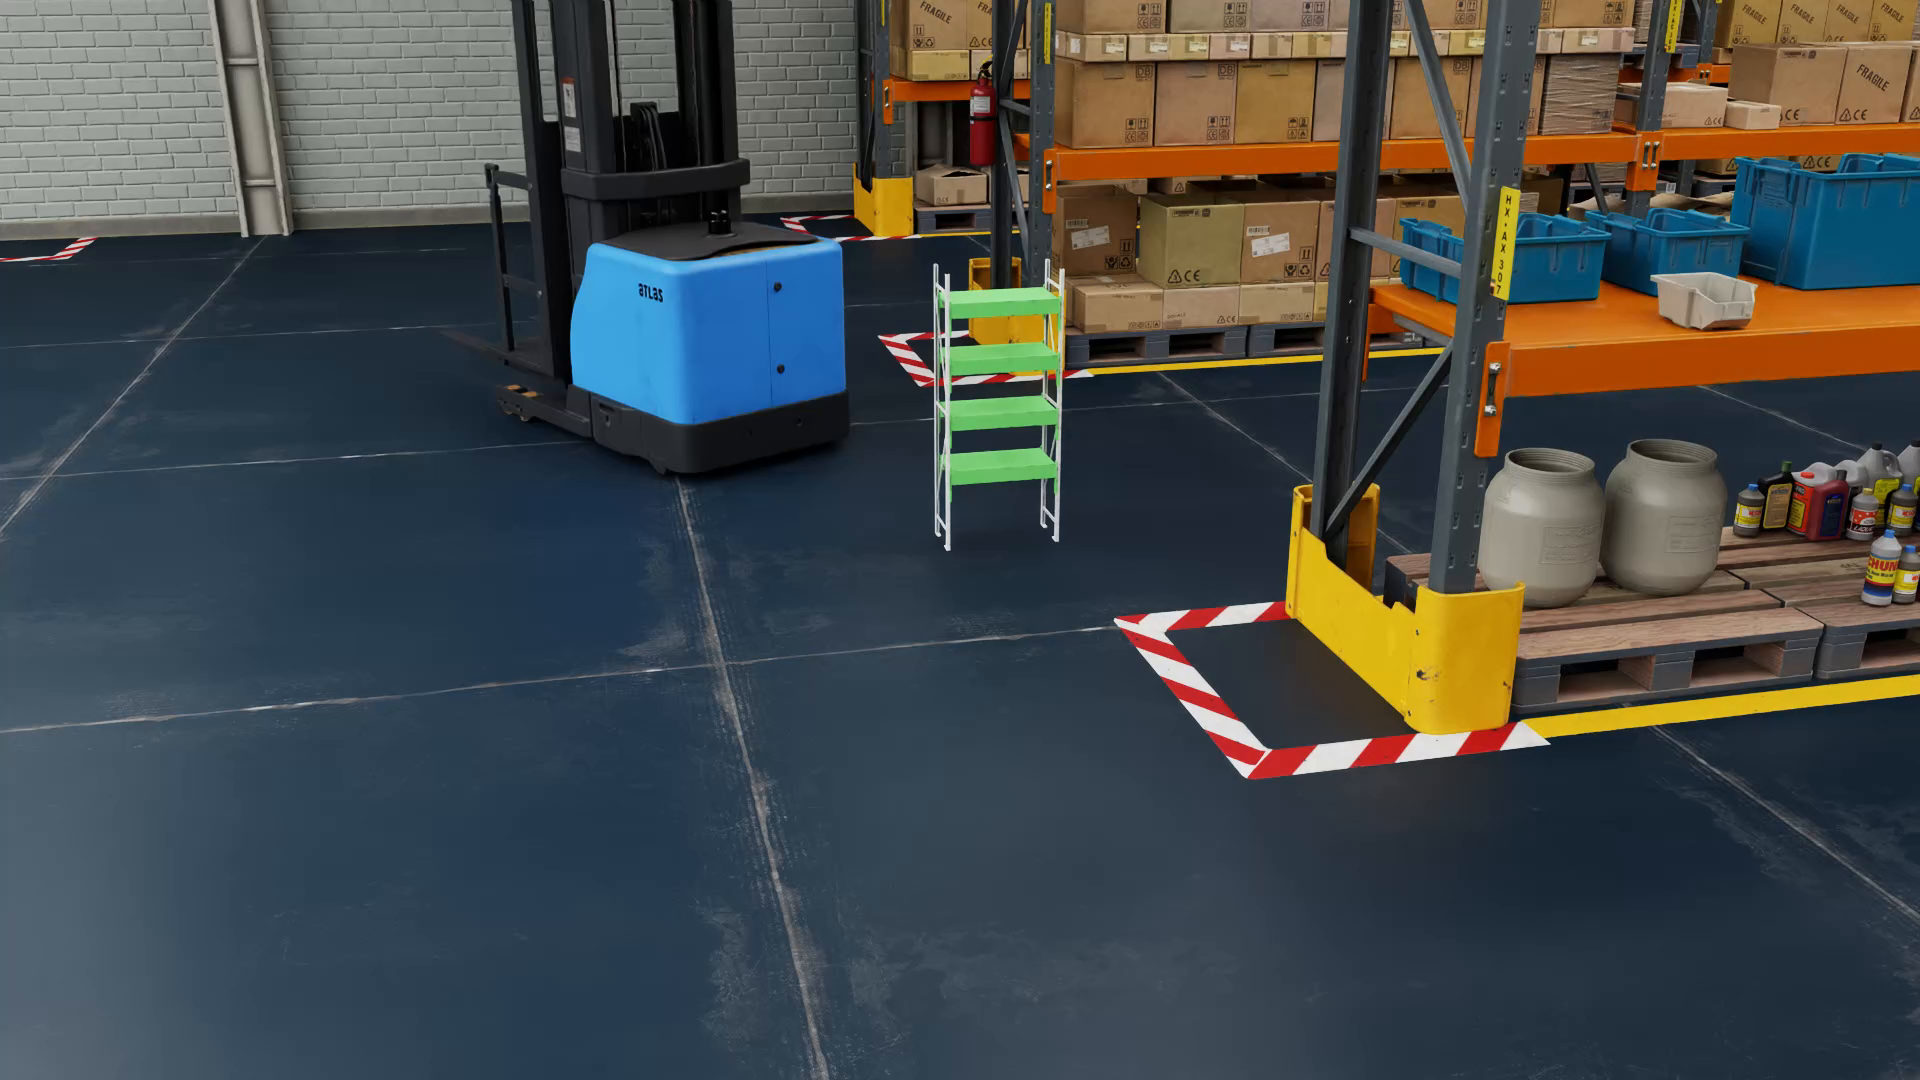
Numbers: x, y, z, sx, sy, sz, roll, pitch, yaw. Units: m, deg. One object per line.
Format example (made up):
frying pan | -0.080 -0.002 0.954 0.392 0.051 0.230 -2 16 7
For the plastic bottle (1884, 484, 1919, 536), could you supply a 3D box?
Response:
plastic bottle | 3.811 -0.125 6.724 0.097 0.201 0.097 0 20 0

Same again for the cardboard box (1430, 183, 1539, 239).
cardboard box | 3.373 -2.029 10.789 0.500 0.500 0.500 -5 21 -12

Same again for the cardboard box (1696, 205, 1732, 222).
cardboard box | 5.211 -2.073 11.184 0.500 0.311 0.500 -5 21 -13

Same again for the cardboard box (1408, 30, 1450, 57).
cardboard box | 2.812 -3.074 10.258 0.250 0.149 0.380 -4 21 -11

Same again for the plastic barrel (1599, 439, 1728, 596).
plastic barrel | 2.618 -0.088 6.199 0.421 0.512 0.421 0 20 0

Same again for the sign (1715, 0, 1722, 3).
sign | 7.147 -5.216 15.625 0.005 0.325 0.100 -5 21 -12

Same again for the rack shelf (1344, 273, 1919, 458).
rack shelf | 3.453 -0.762 6.079 4.000 0.370 1.077 -5 21 -12

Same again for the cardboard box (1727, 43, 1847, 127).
cardboard box | 5.527 -3.060 11.162 0.500 0.500 0.500 -3 20 -9

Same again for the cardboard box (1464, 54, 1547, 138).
cardboard box | 3.321 -2.882 10.676 0.500 0.500 0.700 -5 21 -13

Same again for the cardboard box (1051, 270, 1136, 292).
cardboard box | 0.825 -1.647 10.837 0.500 0.250 0.500 -5 21 -12

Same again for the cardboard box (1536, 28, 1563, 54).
cardboard box | 3.553 -3.134 10.421 0.250 0.149 0.380 -5 21 -14

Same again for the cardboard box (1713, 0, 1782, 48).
cardboard box | 7.544 -5.039 16.104 0.500 0.500 0.500 -4 21 -11

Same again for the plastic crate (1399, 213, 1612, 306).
plastic crate | 1.925 -1.011 5.930 0.616 0.251 0.499 -5 21 -12

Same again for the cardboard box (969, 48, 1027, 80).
cardboard box | 0.277 -4.175 14.539 0.500 0.250 0.500 -5 21 -14

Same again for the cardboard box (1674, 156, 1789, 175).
cardboard box | 7.758 -4.093 16.641 0.750 0.750 0.750 -5 21 -13

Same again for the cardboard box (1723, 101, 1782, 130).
cardboard box | 5.173 -2.800 10.962 0.250 0.149 0.380 -5 21 -12

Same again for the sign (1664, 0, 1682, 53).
sign | 4.393 -3.174 10.245 0.005 0.325 0.100 -5 21 -12

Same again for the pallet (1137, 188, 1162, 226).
pallet | 1.285 -3.102 15.475 1.213 0.211 1.003 -5 21 -12

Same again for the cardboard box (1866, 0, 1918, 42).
cardboard box | 9.044 -5.160 16.434 0.500 0.500 0.500 -4 21 -11

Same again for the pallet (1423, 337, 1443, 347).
pallet | 3.480 -1.558 11.260 1.213 0.211 1.003 -5 21 -12

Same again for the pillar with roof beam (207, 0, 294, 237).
pillar with roof beam | -5.139 -5.503 9.255 0.400 9.000 9.100 -5 21 -12

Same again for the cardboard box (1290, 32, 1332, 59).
cardboard box | 2.055 -3.013 10.089 0.250 0.149 0.380 -5 21 -13

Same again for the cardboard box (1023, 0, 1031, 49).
cardboard box | 0.749 -4.560 14.501 0.500 0.500 0.500 -5 21 -14

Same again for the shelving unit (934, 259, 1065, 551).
shelving unit | 0.161 -0.576 7.144 0.503 1.200 0.258 -5 21 -12

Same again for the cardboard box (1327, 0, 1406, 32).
cardboard box | 2.368 -3.416 10.247 0.500 0.500 0.700 -5 21 -12

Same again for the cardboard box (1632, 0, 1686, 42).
cardboard box | 6.557 -5.104 16.101 0.500 0.500 0.700 -7 21 -19

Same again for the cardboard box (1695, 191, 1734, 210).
cardboard box | 5.583 -2.296 11.792 0.500 0.311 0.500 -5 21 -13

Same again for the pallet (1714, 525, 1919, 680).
pallet | 3.547 0.189 6.493 1.213 0.211 1.003 -5 21 -12

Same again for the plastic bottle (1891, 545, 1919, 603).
plastic bottle | 3.444 0.119 6.058 0.097 0.201 0.097 0 20 0

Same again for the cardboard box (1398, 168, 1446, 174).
cardboard box | 4.324 -3.728 16.126 0.500 0.500 0.700 -5 21 -14

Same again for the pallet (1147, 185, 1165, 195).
pallet | 2.474 -3.200 15.742 1.213 0.211 1.003 -5 21 -12

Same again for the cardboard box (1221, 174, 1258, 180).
cardboard box | 2.606 -3.398 15.709 0.250 0.166 0.380 -7 21 -20

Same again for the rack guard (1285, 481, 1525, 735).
rack guard | 1.570 0.211 6.012 0.348 0.500 1.175 -5 21 -12

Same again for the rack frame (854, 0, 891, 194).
rack frame | -0.773 -4.257 14.576 0.127 3.000 1.000 -5 21 -12

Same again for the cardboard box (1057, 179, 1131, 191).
cardboard box | 1.201 -3.401 15.233 0.500 0.500 0.700 -6 21 -16

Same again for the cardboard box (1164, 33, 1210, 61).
cardboard box | 1.302 -2.951 9.921 0.250 0.149 0.380 -5 21 -12

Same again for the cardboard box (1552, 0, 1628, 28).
cardboard box | 3.833 -3.535 10.572 0.500 0.500 0.700 -5 21 -12

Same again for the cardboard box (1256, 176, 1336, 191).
cardboard box | 2.281 -2.123 11.046 0.500 0.500 0.500 -5 21 -12

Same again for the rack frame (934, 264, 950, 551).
rack frame | -0.076 -0.557 7.091 0.015 1.200 0.240 -5 21 -12

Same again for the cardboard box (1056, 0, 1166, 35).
cardboard box | 0.880 -3.293 9.910 0.500 0.500 0.700 -5 21 -12

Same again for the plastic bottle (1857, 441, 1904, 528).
plastic bottle | 3.740 -0.232 6.799 0.185 0.351 0.144 -4 20 -10

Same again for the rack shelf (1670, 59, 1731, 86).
rack shelf | 8.959 -4.711 16.860 4.000 0.370 1.077 -5 21 -12

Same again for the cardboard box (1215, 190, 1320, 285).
cardboard box | 1.914 -1.910 10.464 0.500 0.500 0.500 -5 21 -12

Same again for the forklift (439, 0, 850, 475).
forklift | -1.921 -2.122 8.846 1.130 2.935 3.031 -17 26 -39

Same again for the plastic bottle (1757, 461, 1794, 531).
plastic bottle | 3.303 -0.180 6.754 0.133 0.283 0.061 -4 21 -11

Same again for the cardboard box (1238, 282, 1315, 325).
cardboard box | 1.916 -1.554 10.582 0.500 0.250 0.500 -5 21 -12

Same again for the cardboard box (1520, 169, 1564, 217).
cardboard box | 3.740 -2.242 11.372 0.500 0.500 0.500 -5 21 -12

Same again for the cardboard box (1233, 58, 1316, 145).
cardboard box | 1.823 -2.760 10.342 0.500 0.500 0.700 -5 21 -12

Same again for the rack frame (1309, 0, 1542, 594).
rack frame | 1.507 -0.941 5.523 0.127 3.000 1.000 -5 21 -12

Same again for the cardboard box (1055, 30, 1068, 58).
cardboard box | 0.699 -3.045 10.178 0.250 0.149 0.380 -5 21 -13

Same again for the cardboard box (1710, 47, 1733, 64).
cardboard box | 7.386 -4.731 16.204 0.250 0.149 0.380 -5 21 -13

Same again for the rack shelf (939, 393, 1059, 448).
rack shelf | 0.161 -0.516 7.166 0.480 0.148 0.258 -5 21 -12

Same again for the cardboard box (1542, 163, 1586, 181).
cardboard box | 5.796 -3.847 16.450 0.500 0.500 0.700 -5 21 -13
